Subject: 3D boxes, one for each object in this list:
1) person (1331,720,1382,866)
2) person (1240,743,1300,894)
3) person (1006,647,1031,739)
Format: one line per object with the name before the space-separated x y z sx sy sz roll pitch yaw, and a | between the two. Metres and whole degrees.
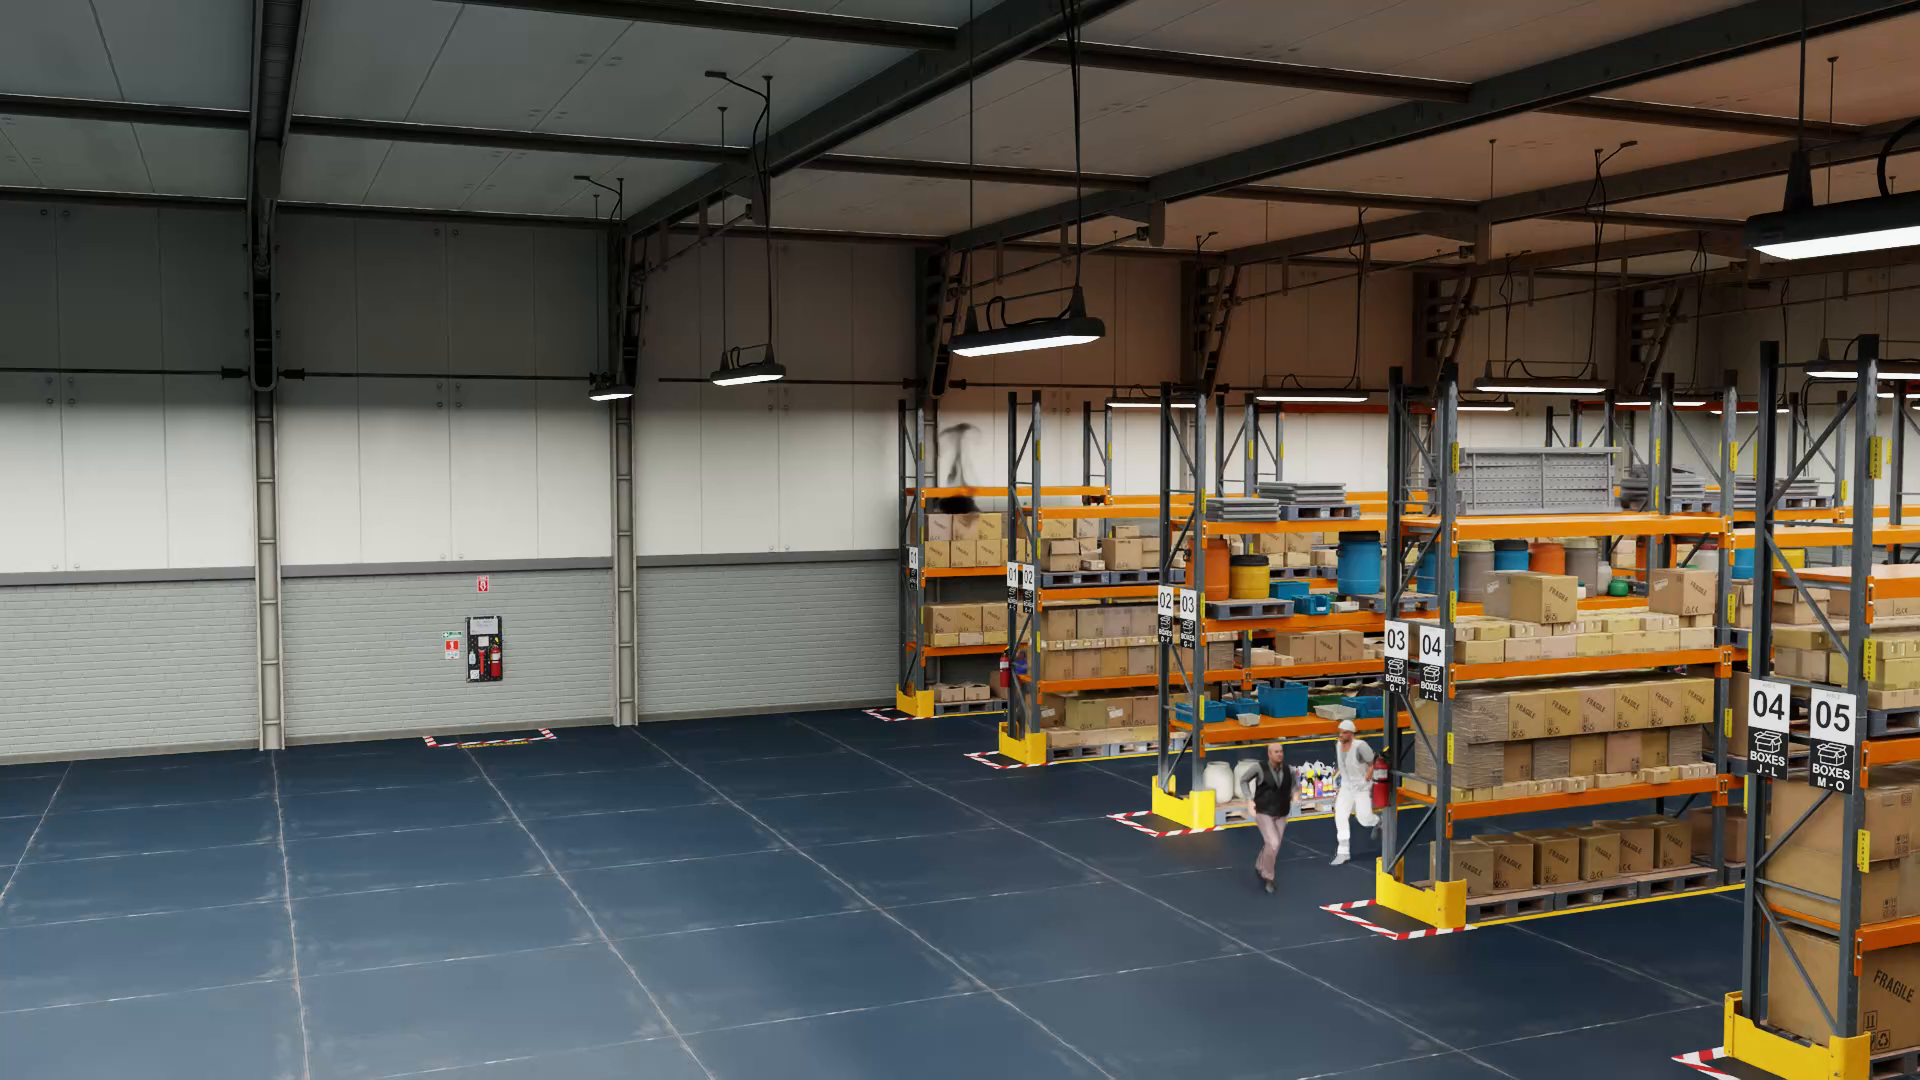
person | 4.930 3.092 20.629 1.054 1.773 0.659 -3 4 -42
person | 3.609 3.206 19.264 0.662 1.754 0.833 -1 4 -18
person | 1.028 2.669 28.816 0.574 1.610 0.560 -2 4 -26
